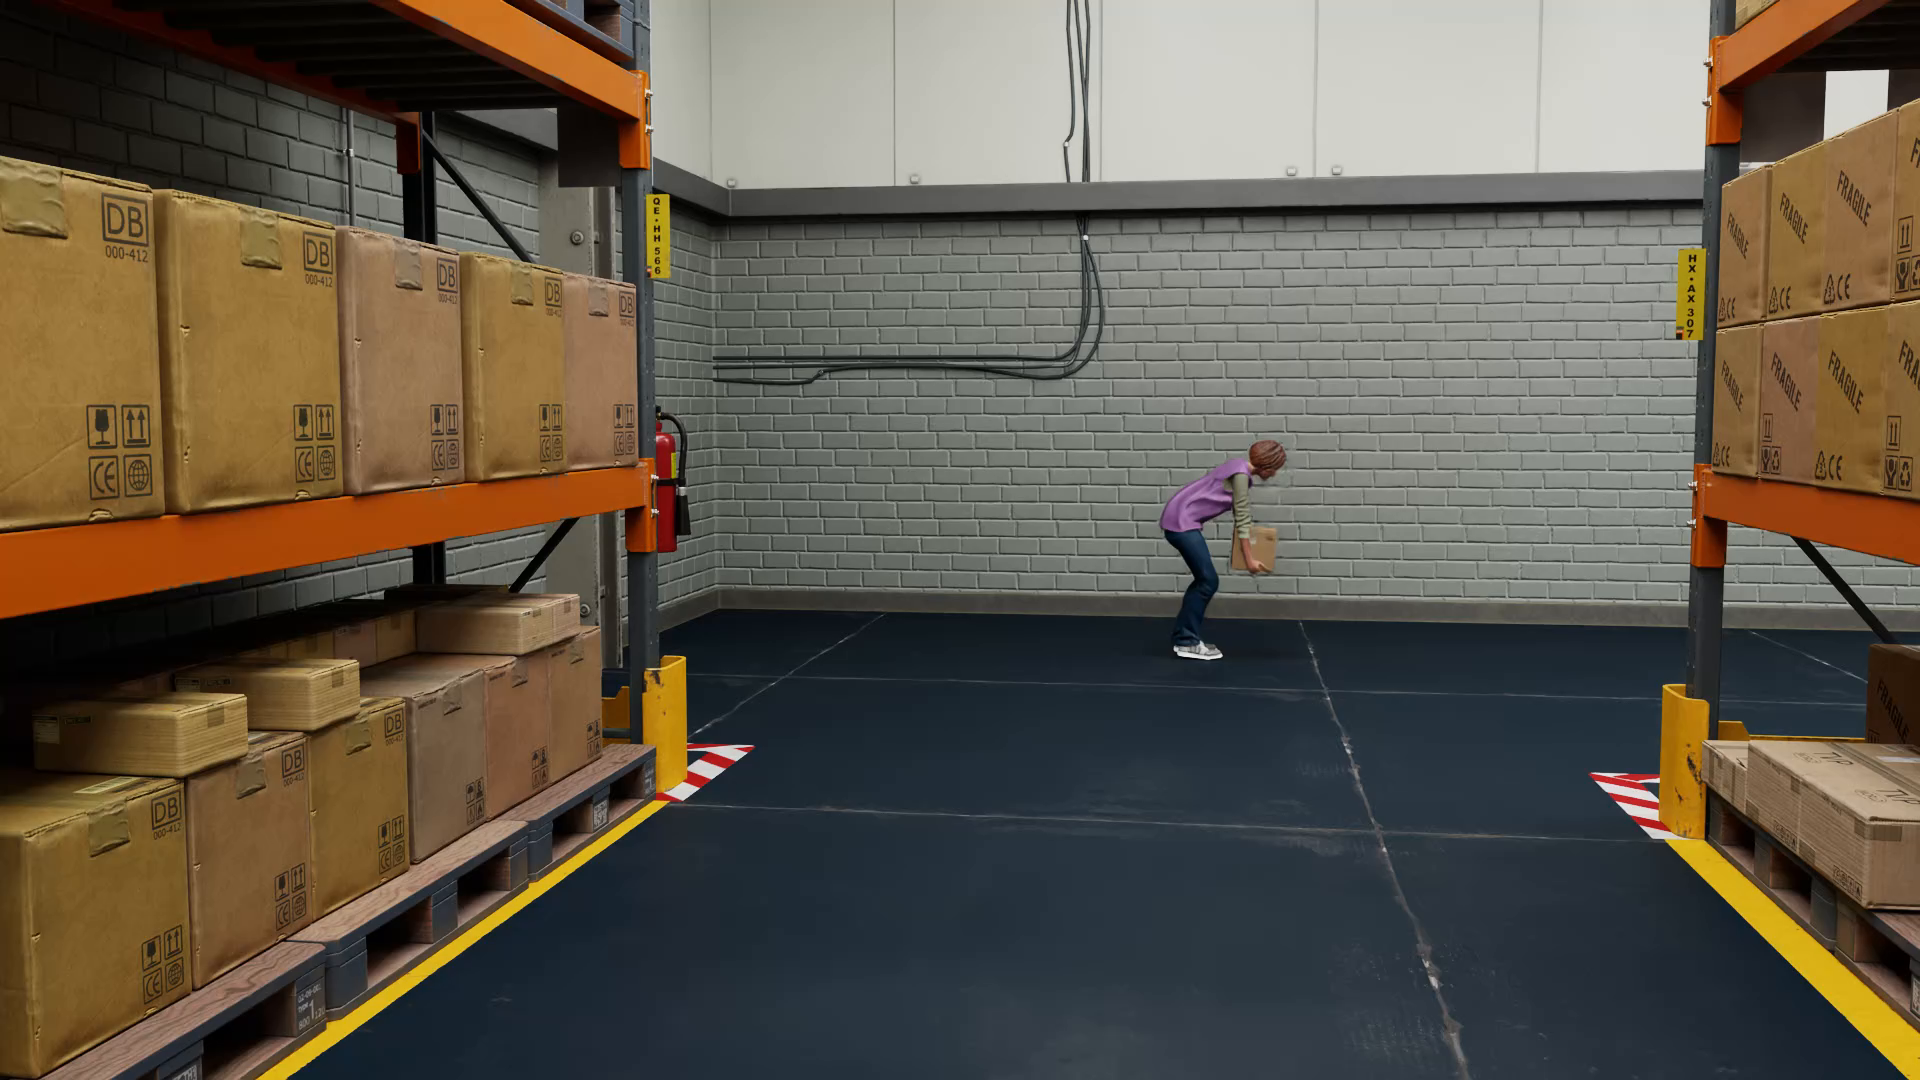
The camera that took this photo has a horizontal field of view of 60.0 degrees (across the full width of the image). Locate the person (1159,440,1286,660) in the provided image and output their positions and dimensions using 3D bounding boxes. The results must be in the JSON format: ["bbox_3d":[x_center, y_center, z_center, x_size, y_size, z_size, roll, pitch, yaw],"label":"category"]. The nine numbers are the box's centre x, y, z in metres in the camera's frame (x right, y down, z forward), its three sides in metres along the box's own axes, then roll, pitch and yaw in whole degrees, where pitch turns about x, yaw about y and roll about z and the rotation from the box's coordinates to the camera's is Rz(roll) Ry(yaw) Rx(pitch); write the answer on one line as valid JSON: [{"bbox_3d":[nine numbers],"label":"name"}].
[{"bbox_3d":[1.587,0.056,10.100,0.757,1.331,0.380,1,5,7],"label":"person"}]
